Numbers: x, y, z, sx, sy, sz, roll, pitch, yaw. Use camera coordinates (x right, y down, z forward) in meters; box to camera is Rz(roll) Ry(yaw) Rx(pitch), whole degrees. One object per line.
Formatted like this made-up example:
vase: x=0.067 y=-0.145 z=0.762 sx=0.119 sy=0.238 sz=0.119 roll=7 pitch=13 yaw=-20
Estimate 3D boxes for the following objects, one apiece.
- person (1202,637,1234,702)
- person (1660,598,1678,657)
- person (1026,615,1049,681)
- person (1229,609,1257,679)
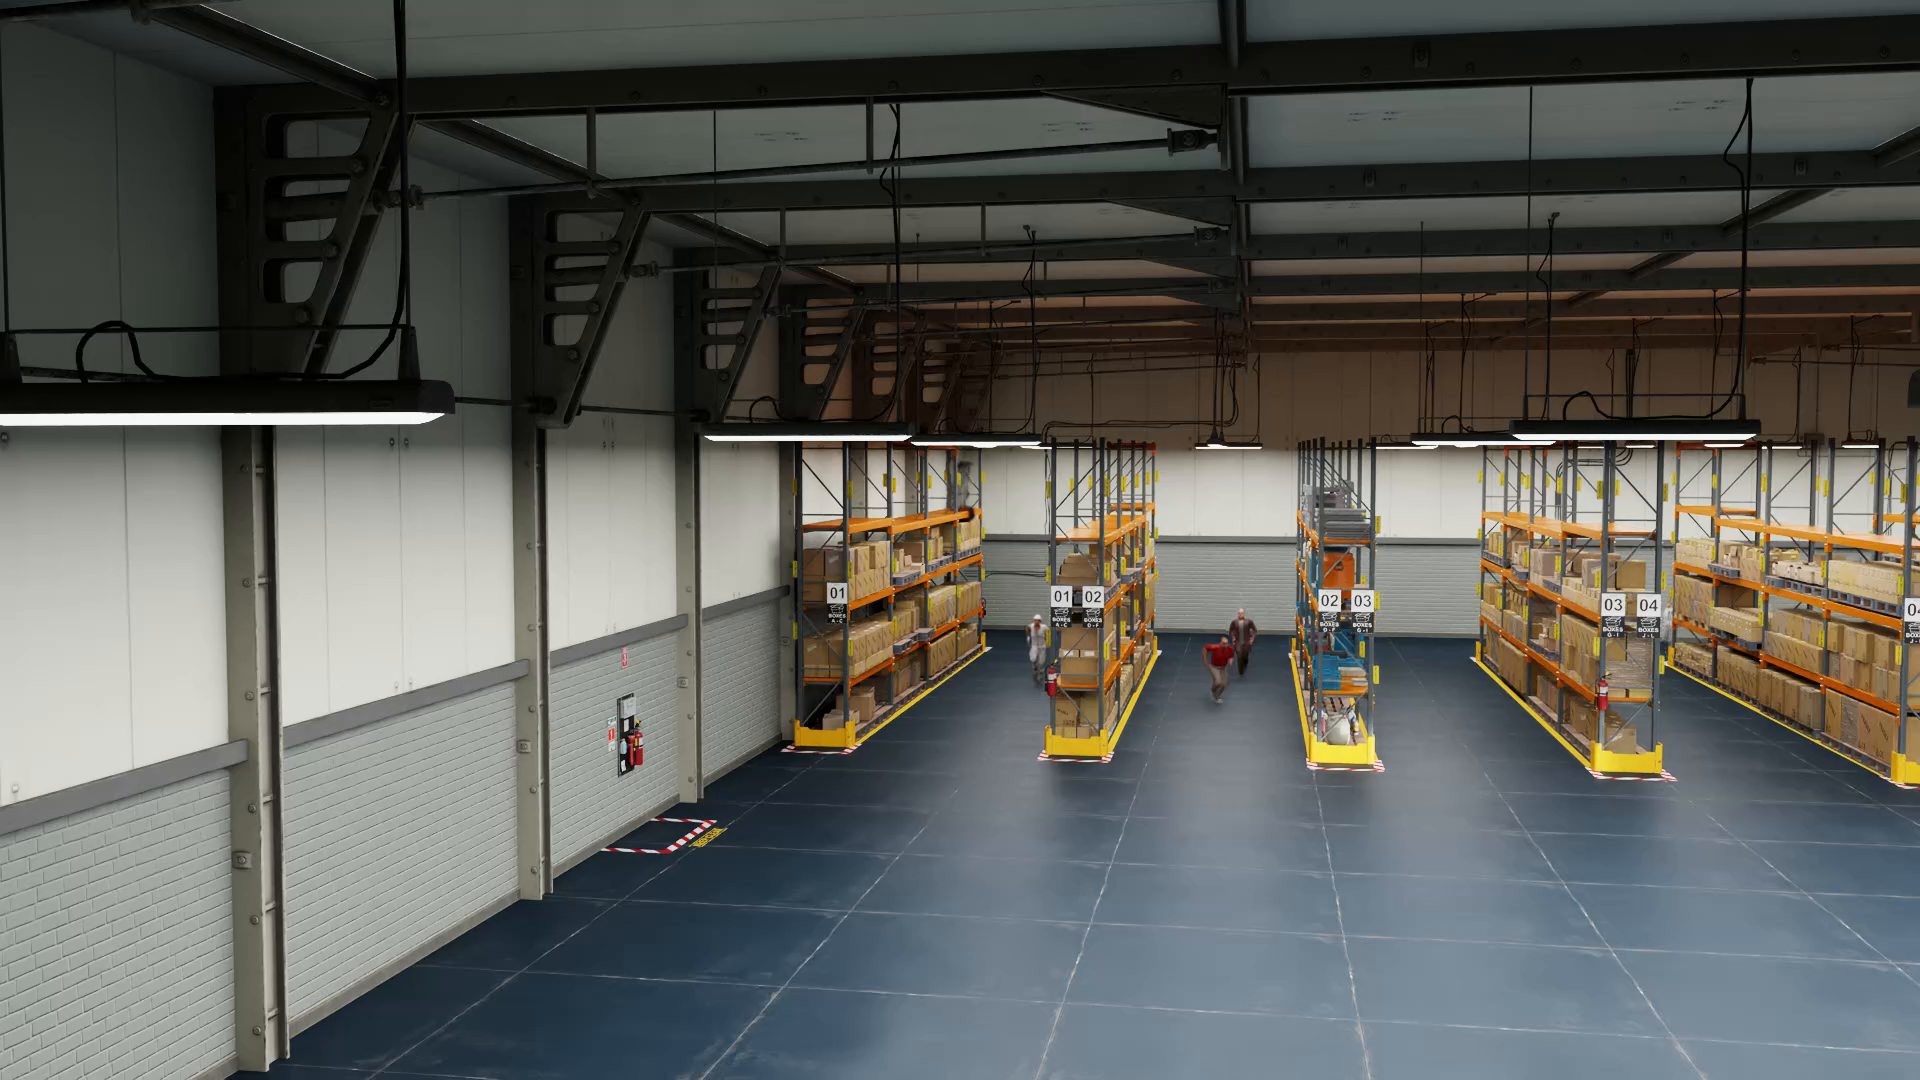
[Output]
person: x=5.865 y=2.952 z=37.738 sx=0.695 sy=1.551 sz=0.888 roll=-1 pitch=3 yaw=-12
person: x=19.741 y=2.442 z=46.315 sx=0.543 sy=1.666 sz=0.599 roll=-1 pitch=3 yaw=-22
person: x=1.923 y=2.673 z=41.063 sx=0.643 sy=1.697 sz=0.880 roll=0 pitch=3 yaw=9
person: x=7.183 y=2.628 z=42.262 sx=0.711 sy=1.763 sz=0.702 roll=1 pitch=3 yaw=17
